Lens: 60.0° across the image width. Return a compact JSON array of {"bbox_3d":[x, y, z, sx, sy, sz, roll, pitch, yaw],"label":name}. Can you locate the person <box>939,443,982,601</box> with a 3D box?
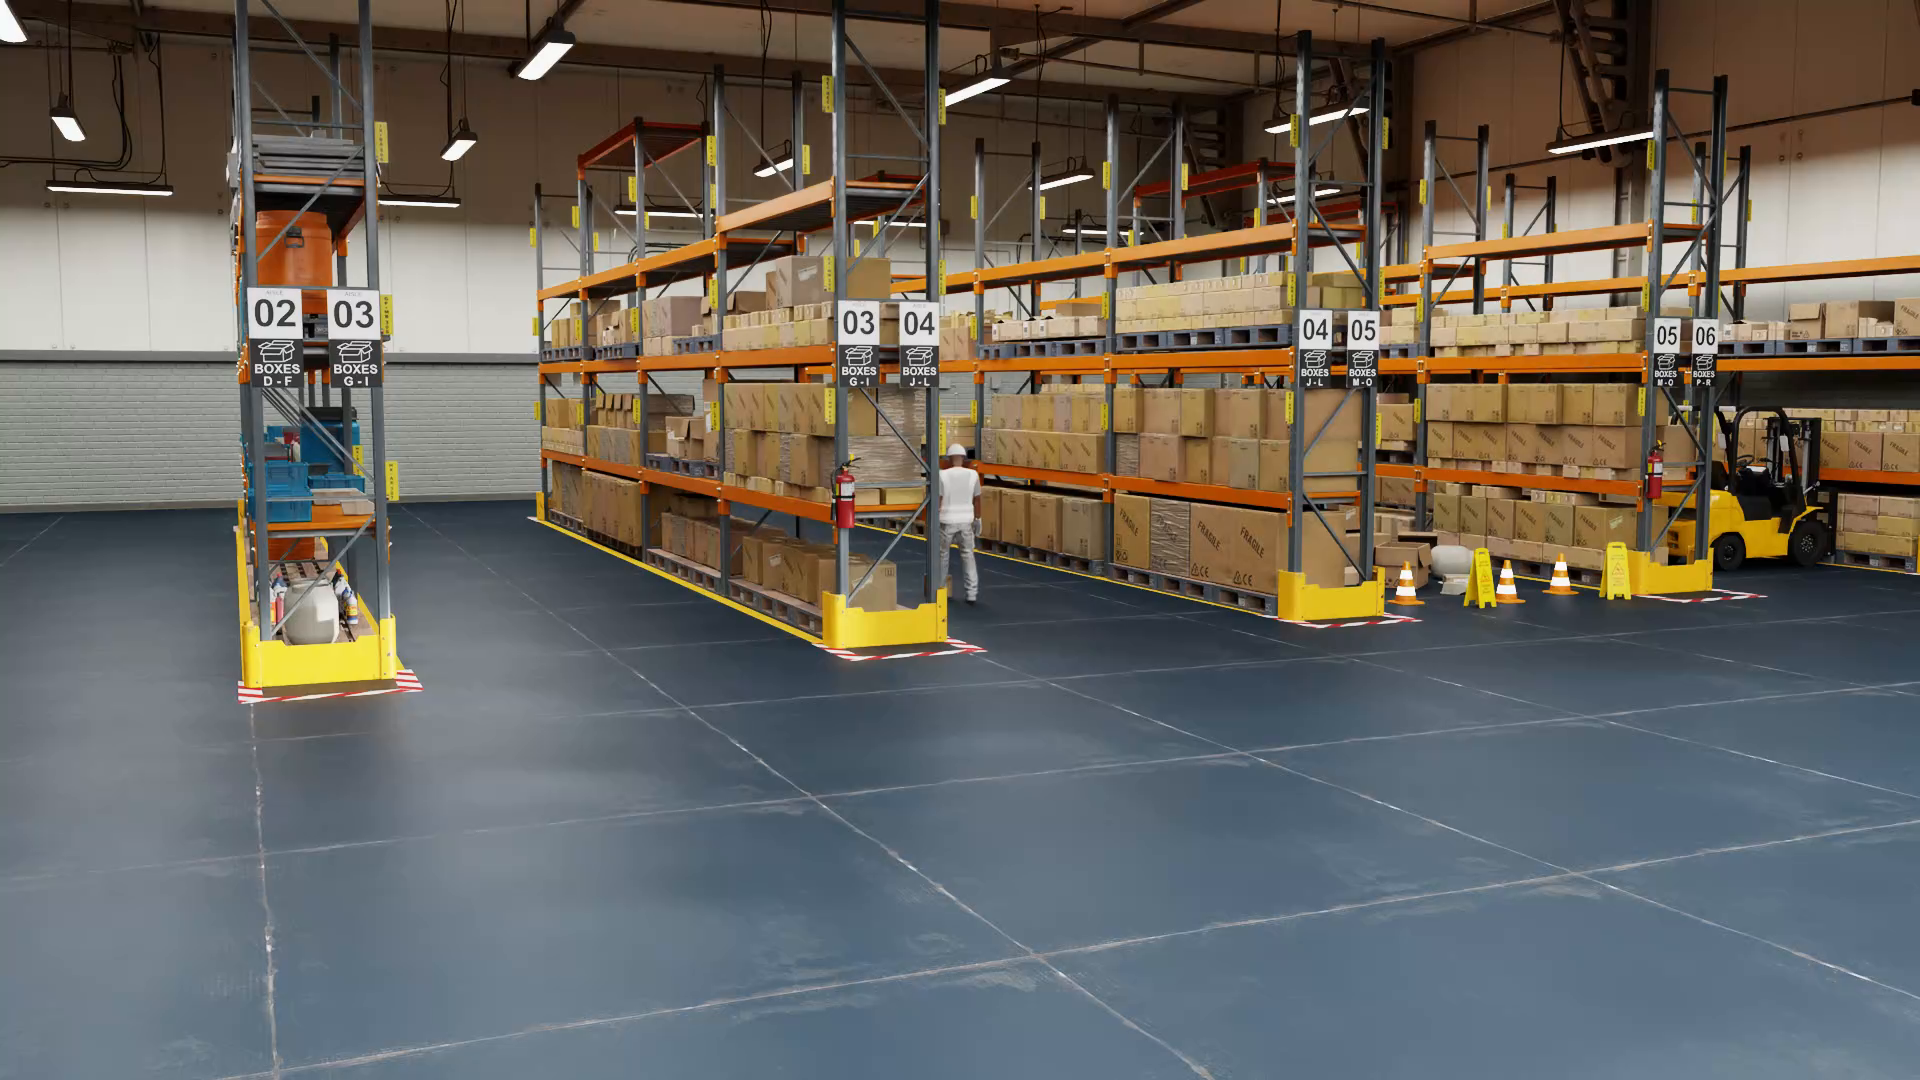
[{"bbox_3d":[-0.067,-0.204,18.767,0.590,1.780,0.691,-2,6,-17],"label":"person"}]
